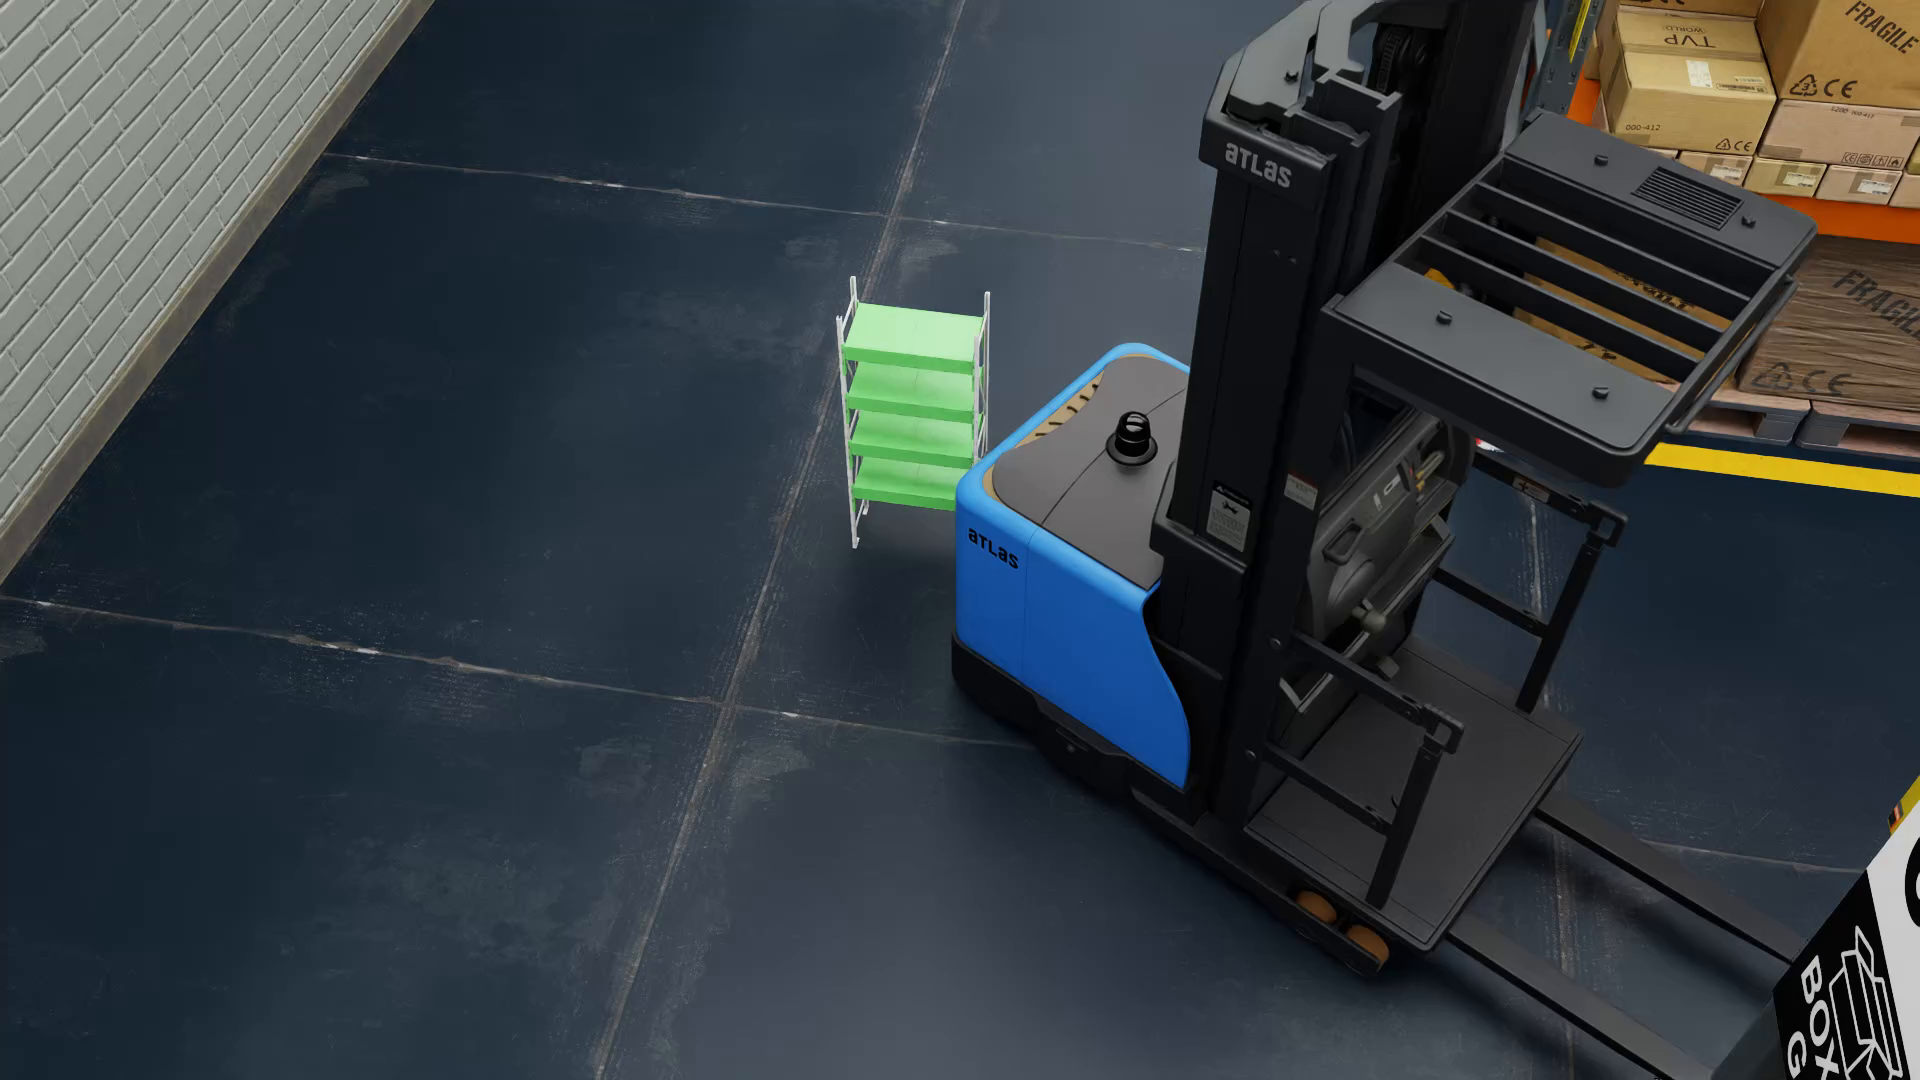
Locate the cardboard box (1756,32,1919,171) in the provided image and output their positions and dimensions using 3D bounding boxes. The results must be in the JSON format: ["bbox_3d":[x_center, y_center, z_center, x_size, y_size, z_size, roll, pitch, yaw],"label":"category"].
[{"bbox_3d":[3.173,-1.617,6.059,0.500,0.250,0.500,7,48,6],"label":"cardboard box"}]

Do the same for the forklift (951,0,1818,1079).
[{"bbox_3d":[1.420,-0.010,4.760,3.031,2.935,1.130,32,56,26],"label":"forklift"}]

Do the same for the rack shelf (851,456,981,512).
[{"bbox_3d":[-0.163,-0.220,6.521,0.480,0.148,0.258,8,49,7],"label":"rack shelf"}]

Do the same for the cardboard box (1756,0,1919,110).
[{"bbox_3d":[3.153,-1.865,5.778,0.500,0.500,0.500,7,48,6],"label":"cardboard box"}]

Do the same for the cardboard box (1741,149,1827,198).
[{"bbox_3d":[3.032,-1.454,6.180,0.250,0.149,0.380,7,48,6],"label":"cardboard box"}]

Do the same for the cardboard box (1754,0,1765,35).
[{"bbox_3d":[3.259,-2.004,6.407,0.500,0.250,0.500,7,48,6],"label":"cardboard box"}]

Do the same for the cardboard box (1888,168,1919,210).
[{"bbox_3d":[3.538,-1.385,6.119,0.250,0.149,0.380,7,48,6],"label":"cardboard box"}]

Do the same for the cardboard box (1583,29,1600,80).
[{"bbox_3d":[2.645,-2.002,6.674,0.250,0.149,0.380,9,49,8],"label":"cardboard box"}]

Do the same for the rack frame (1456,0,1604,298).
[{"bbox_3d":[2.236,-1.893,6.406,0.127,3.000,1.000,8,49,7],"label":"rack frame"}]

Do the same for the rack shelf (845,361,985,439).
[{"bbox_3d":[-0.163,-0.541,6.164,0.480,0.148,0.258,8,49,7],"label":"rack shelf"}]

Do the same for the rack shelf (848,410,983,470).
[{"bbox_3d":[-0.163,-0.380,6.343,0.480,0.148,0.258,8,49,7],"label":"rack shelf"}]

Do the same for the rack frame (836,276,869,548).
[{"bbox_3d":[-0.403,-0.455,6.324,0.015,1.200,0.240,8,49,7],"label":"rack frame"}]

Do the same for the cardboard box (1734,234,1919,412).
[{"bbox_3d":[3.776,-1.176,6.908,0.875,0.875,0.875,8,49,7],"label":"cardboard box"}]

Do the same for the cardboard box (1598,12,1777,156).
[{"bbox_3d":[2.661,-1.681,6.116,0.500,0.250,0.500,7,48,6],"label":"cardboard box"}]

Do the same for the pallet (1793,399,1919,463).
[{"bbox_3d":[4.234,-0.749,7.253,1.213,0.211,1.003,8,49,7],"label":"pallet"}]

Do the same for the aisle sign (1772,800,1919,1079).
[{"bbox_3d":[1.337,0.640,2.383,0.004,0.787,0.394,8,49,7],"label":"aisle sign"}]

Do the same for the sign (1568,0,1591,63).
[{"bbox_3d":[2.132,-1.803,5.690,0.005,0.325,0.100,8,49,7],"label":"sign"}]

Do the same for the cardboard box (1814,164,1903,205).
[{"bbox_3d":[3.288,-1.420,6.150,0.250,0.149,0.380,7,48,6],"label":"cardboard box"}]

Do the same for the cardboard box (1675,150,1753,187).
[{"bbox_3d":[2.780,-1.487,6.211,0.250,0.149,0.380,7,48,6],"label":"cardboard box"}]

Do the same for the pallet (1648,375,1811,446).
[{"bbox_3d":[3.037,-0.912,7.400,1.213,0.211,1.003,8,49,7],"label":"pallet"}]

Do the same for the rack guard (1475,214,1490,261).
[{"bbox_3d":[2.213,-1.060,7.339,0.348,0.500,1.175,8,49,7],"label":"rack guard"}]

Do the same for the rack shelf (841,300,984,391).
[{"bbox_3d":[-0.163,-0.701,5.986,0.480,0.148,0.258,8,49,7],"label":"rack shelf"}]

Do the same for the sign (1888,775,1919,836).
[{"bbox_3d":[1.437,0.361,2.435,0.005,0.325,0.100,8,49,7],"label":"sign"}]

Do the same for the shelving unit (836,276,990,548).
[{"bbox_3d":[-0.163,-0.423,6.295,0.503,1.200,0.258,8,49,7],"label":"shelving unit"}]

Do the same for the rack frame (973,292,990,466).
[{"bbox_3d":[0.077,-0.391,6.266,0.015,1.200,0.240,8,49,7],"label":"rack frame"}]

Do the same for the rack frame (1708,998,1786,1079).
[{"bbox_3d":[1.356,1.731,3.150,0.053,2.616,0.949,8,49,7],"label":"rack frame"}]

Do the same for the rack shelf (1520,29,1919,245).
[{"bbox_3d":[4.204,-1.387,6.436,4.000,0.370,1.077,8,49,7],"label":"rack shelf"}]

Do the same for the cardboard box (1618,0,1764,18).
[{"bbox_3d":[2.762,-2.320,6.187,0.500,0.500,0.500,8,49,7],"label":"cardboard box"}]

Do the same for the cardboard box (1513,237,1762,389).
[{"bbox_3d":[2.880,-1.297,7.017,0.875,0.875,0.875,8,49,7],"label":"cardboard box"}]

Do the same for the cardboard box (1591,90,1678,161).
[{"bbox_3d":[2.527,-1.520,6.240,0.250,0.149,0.380,8,49,7],"label":"cardboard box"}]

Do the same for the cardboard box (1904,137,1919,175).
[{"bbox_3d":[3.667,-1.548,5.997,0.500,0.250,0.500,6,48,6],"label":"cardboard box"}]

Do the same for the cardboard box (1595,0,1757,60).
[{"bbox_3d":[2.760,-2.072,6.468,0.500,0.250,0.500,7,48,6],"label":"cardboard box"}]
